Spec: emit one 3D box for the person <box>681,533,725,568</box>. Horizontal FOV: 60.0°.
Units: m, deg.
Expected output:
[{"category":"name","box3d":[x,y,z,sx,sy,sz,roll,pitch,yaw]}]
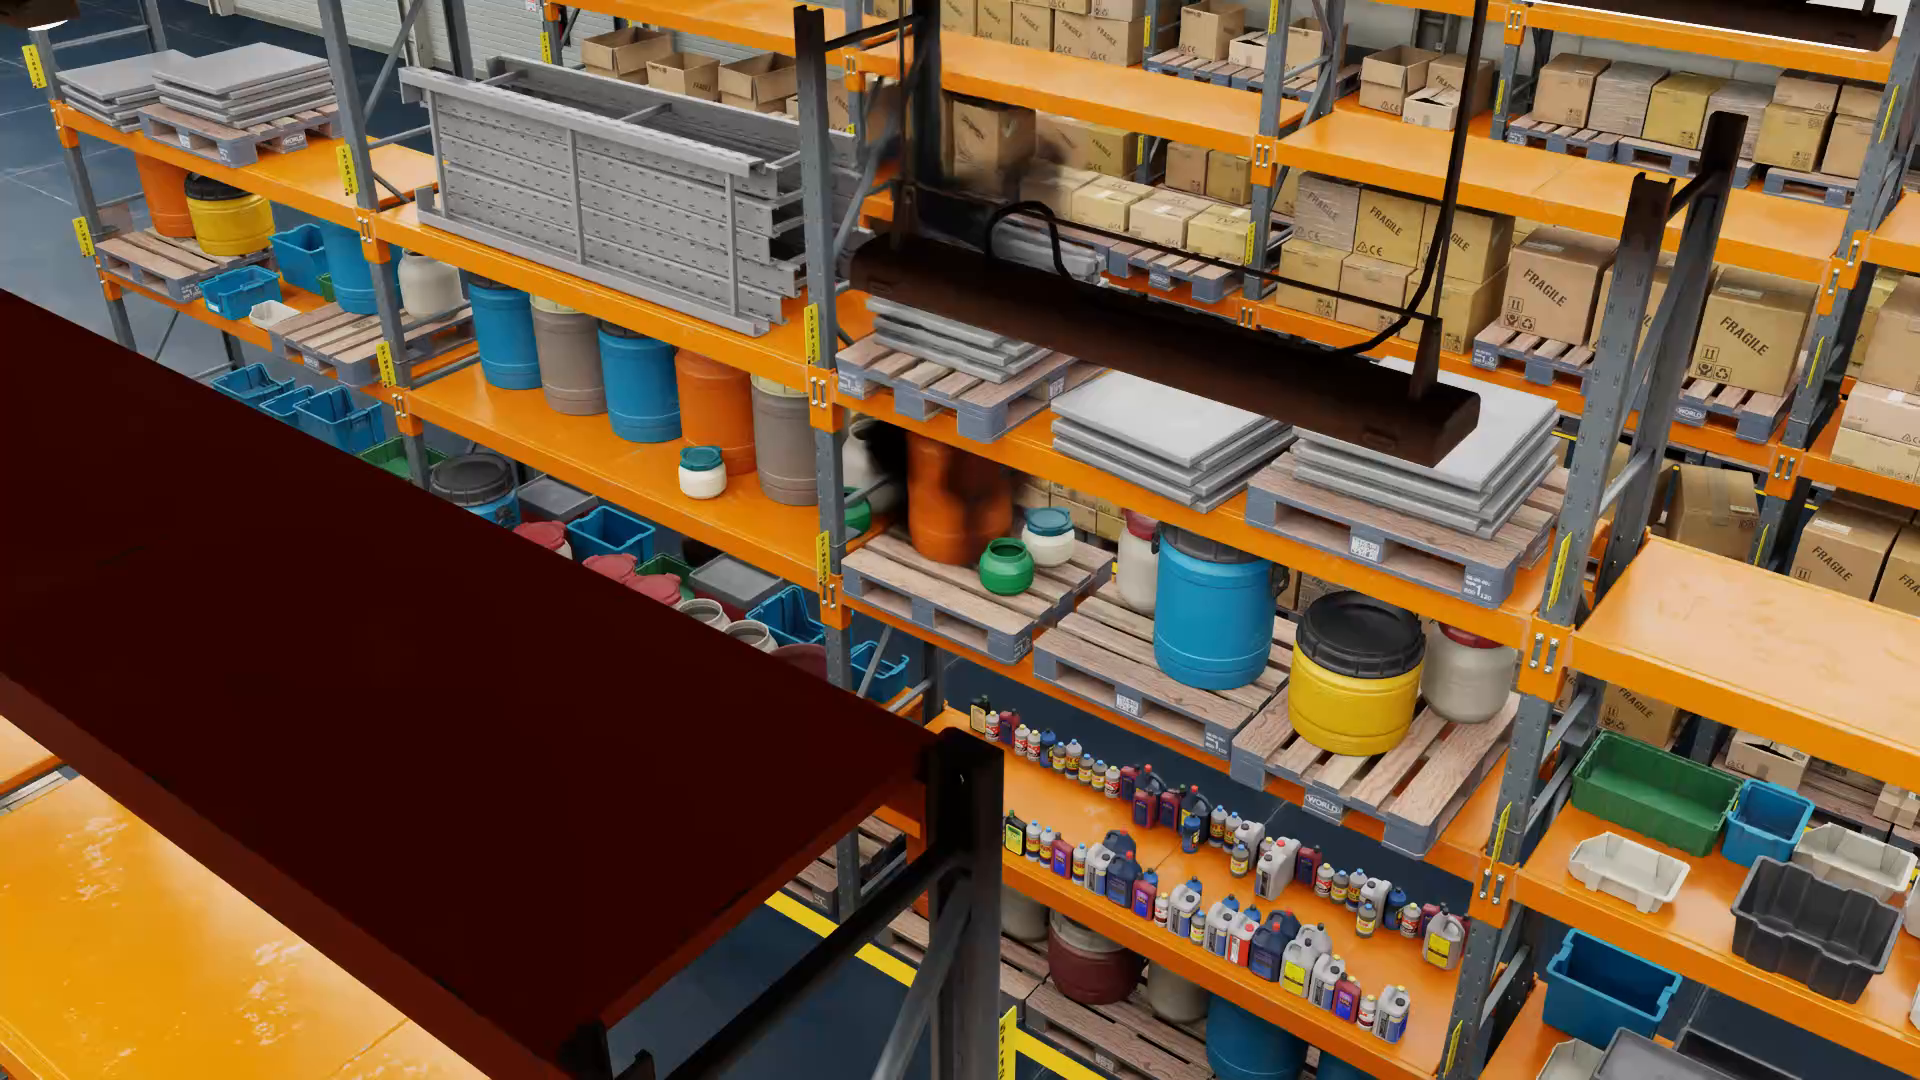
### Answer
[{"category":"person","box3d":[-2.086,-0.143,13.812,0.641,1.740,0.742,24,39,34]}]
